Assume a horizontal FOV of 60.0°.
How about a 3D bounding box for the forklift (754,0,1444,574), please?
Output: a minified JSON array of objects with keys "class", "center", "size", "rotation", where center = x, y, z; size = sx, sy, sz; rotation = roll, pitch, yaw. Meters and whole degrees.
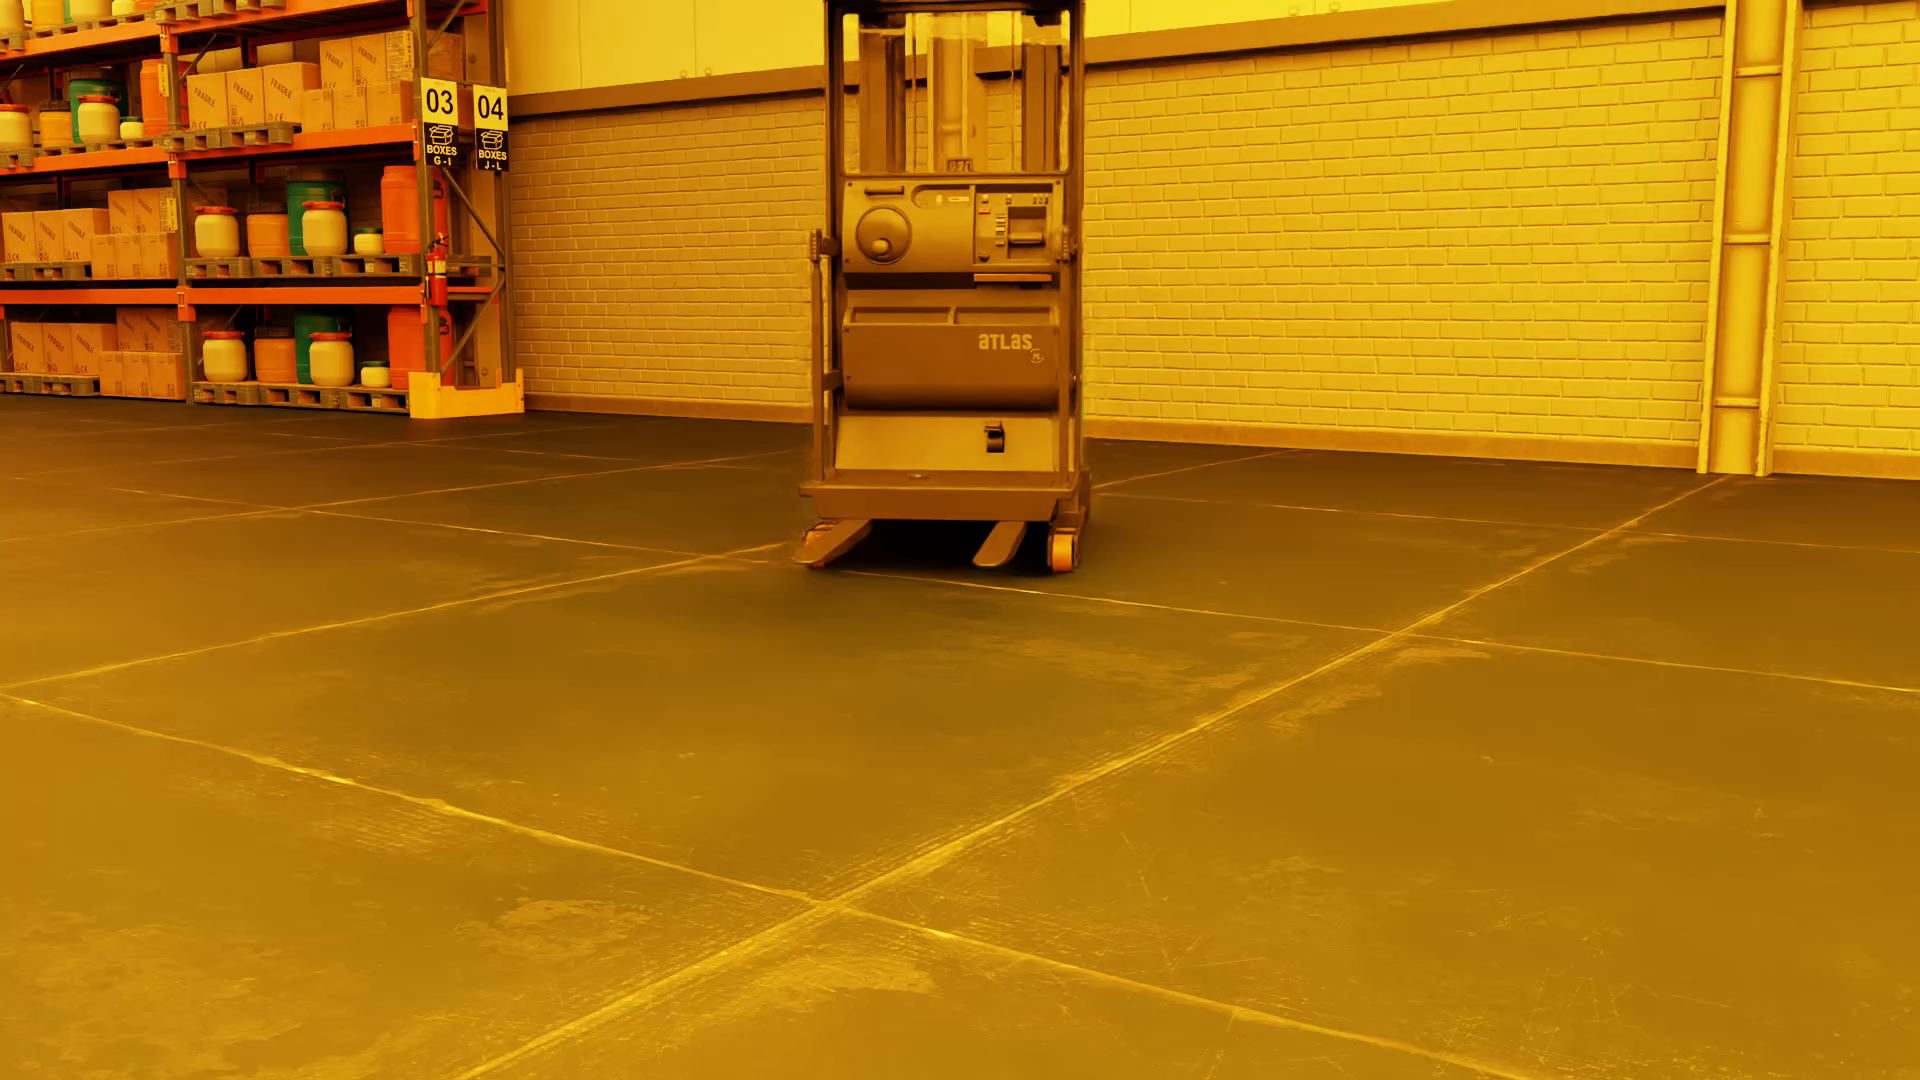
[{"class":"forklift","center":[0.509,-1.397,7.018],"size":[3.031,2.935,1.130],"rotation":[6,10,38]}]
